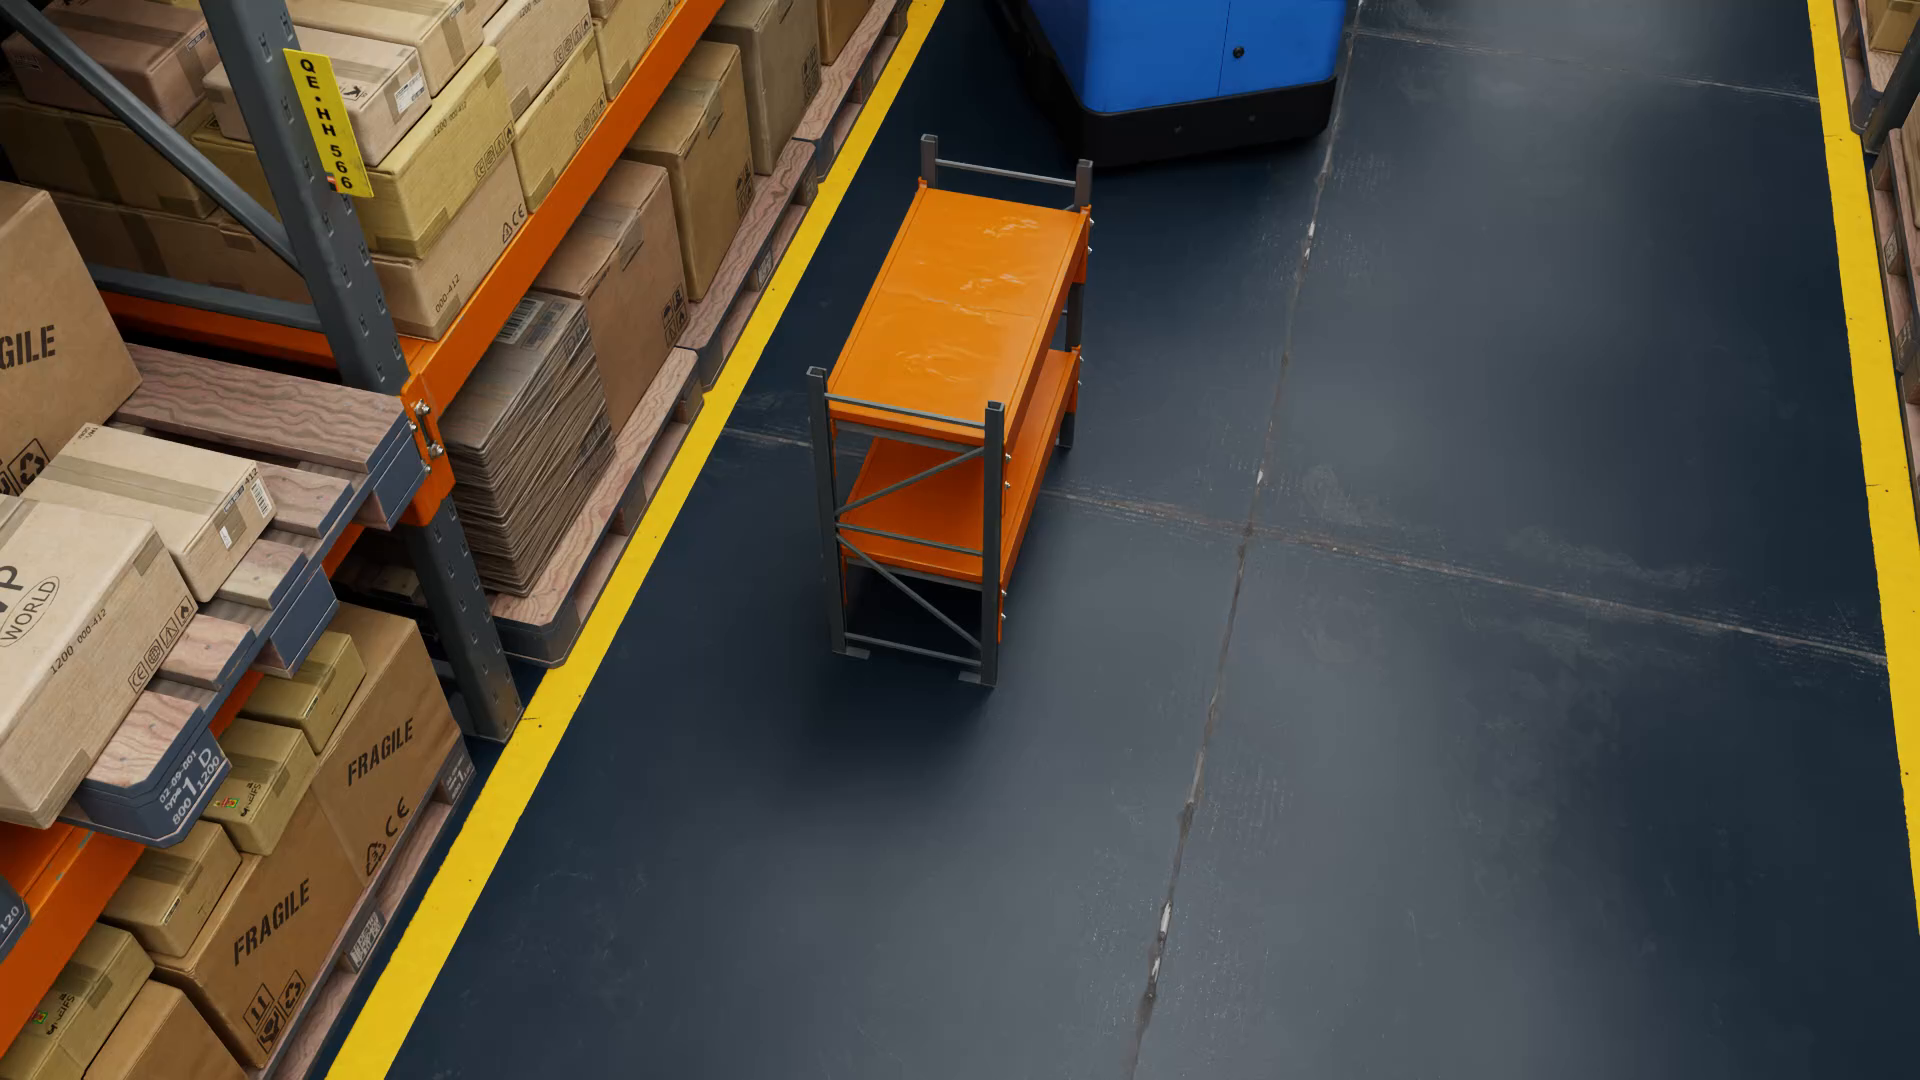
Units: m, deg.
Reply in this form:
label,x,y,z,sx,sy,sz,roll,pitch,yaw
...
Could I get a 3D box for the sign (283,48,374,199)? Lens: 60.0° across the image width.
label,x,y,z,sx,sy,sz,roll,pitch,yaw
sign,-1.231,-0.808,3.243,0.100,0.325,0.005,12,50,10

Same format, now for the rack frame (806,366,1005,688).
label,x,y,z,sx,sy,sz,roll,pitch,yaw
rack frame,-0.136,0.000,4.499,0.500,1.125,0.032,12,50,10

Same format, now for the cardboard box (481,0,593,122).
label,x,y,z,sx,sy,sz,roll,pitch,yaw
cardboard box,-1.272,-1.301,4.164,0.500,0.250,0.500,13,50,11

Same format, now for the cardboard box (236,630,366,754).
label,x,y,z,sx,sy,sz,roll,pitch,yaw
cardboard box,-1.643,0.330,3.913,0.380,0.149,0.250,9,49,8

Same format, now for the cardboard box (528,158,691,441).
label,x,y,z,sx,sy,sz,roll,pitch,yaw
cardboard box,-1.416,-0.827,5.283,0.875,0.625,0.625,13,50,11

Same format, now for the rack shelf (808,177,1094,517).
label,x,y,z,sx,sy,sz,roll,pitch,yaw
rack shelf,-0.002,-0.561,4.605,0.538,0.278,1.000,12,50,10

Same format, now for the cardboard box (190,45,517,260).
label,x,y,z,sx,sy,sz,roll,pitch,yaw
cardboard box,-1.381,-0.934,3.841,0.500,0.250,0.500,12,50,10

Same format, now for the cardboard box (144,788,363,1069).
label,x,y,z,sx,sy,sz,roll,pitch,yaw
cardboard box,-1.803,0.846,3.890,0.500,0.500,0.500,11,49,9

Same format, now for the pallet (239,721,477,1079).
label,x,y,z,sx,sy,sz,roll,pitch,yaw
pallet,-1.990,0.904,4.311,1.003,0.211,1.213,12,50,10

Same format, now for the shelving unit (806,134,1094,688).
label,x,y,z,sx,sy,sz,roll,pitch,yaw
shelving unit,-0.002,-0.367,4.824,0.538,1.125,1.048,12,50,10

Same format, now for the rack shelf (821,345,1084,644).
label,x,y,z,sx,sy,sz,roll,pitch,yaw
rack shelf,-0.002,-0.206,5.007,0.538,0.278,1.000,12,50,10

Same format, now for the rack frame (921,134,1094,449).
label,x,y,z,sx,sy,sz,roll,pitch,yaw
rack frame,0.132,-0.735,5.148,0.500,1.125,0.032,12,50,10

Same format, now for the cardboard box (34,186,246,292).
label,x,y,z,sx,sy,sz,roll,pitch,yaw
cardboard box,-1.886,-0.877,4.123,0.500,0.250,0.500,11,49,9

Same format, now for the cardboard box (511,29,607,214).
label,x,y,z,sx,sy,sz,roll,pitch,yaw
cardboard box,-1.268,-1.137,4.353,0.500,0.250,0.500,11,49,9

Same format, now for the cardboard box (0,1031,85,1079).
label,x,y,z,sx,sy,sz,roll,pitch,yaw
cardboard box,-1.975,1.078,3.253,0.380,0.149,0.250,11,49,9

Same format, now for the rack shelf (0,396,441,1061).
label,x,y,z,sx,sy,sz,roll,pitch,yaw
rack shelf,-2.284,1.134,2.728,1.077,0.370,4.000,12,50,10

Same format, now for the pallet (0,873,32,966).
label,x,y,z,sx,sy,sz,roll,pitch,yaw
pallet,-2.265,0.920,2.565,1.003,0.211,1.213,12,50,10

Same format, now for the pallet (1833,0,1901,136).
label,x,y,z,sx,sy,sz,roll,pitch,yaw
pallet,4.228,-2.037,6.907,1.003,0.211,1.213,12,50,10

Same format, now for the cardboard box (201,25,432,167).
label,x,y,z,sx,sy,sz,roll,pitch,yaw
cardboard box,-1.389,-0.971,3.607,0.380,0.149,0.250,13,50,11

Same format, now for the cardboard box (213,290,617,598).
label,x,y,z,sx,sy,sz,roll,pitch,yaw
cardboard box,-1.580,-0.352,4.864,0.875,0.625,0.625,13,50,11

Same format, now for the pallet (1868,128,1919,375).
label,x,y,z,sx,sy,sz,roll,pitch,yaw
pallet,3.881,-0.981,5.975,1.003,0.211,1.213,12,50,10

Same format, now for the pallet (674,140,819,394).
label,x,y,z,sx,sy,sz,roll,pitch,yaw
pallet,-1.180,-1.096,6.076,1.003,0.211,1.213,12,50,10

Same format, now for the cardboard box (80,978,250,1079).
label,x,y,z,sx,sy,sz,roll,pitch,yaw
cardboard box,-1.938,1.225,3.556,0.500,0.500,0.500,14,50,12

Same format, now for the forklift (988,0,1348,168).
label,x,y,z,sx,sy,sz,roll,pitch,yaw
forklift,0.606,-3.538,6.418,1.130,2.935,3.031,-11,49,-9

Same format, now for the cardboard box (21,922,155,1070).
label,x,y,z,sx,sy,sz,roll,pitch,yaw
cardboard box,-1.910,0.897,3.412,0.380,0.149,0.250,13,50,11

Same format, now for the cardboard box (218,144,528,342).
label,x,y,z,sx,sy,sz,roll,pitch,yaw
cardboard box,-1.405,-0.774,4.032,0.500,0.250,0.500,12,50,10

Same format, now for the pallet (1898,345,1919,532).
label,x,y,z,sx,sy,sz,roll,pitch,yaw
pallet,3.562,-0.096,5.194,1.003,0.211,1.213,12,50,10

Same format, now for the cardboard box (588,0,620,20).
label,x,y,z,sx,sy,sz,roll,pitch,yaw
cardboard box,-1.117,-1.676,4.495,0.500,0.250,0.500,10,49,9

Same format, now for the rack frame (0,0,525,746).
label,x,y,z,sx,sy,sz,roll,pitch,yaw
rack frame,-1.757,-0.551,3.736,1.000,3.000,0.127,12,50,10

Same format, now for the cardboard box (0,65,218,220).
label,x,y,z,sx,sy,sz,roll,pitch,yaw
cardboard box,-1.907,-1.046,3.939,0.500,0.250,0.500,13,50,11

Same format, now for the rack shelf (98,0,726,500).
label,x,y,z,sx,sy,sz,roll,pitch,yaw
rack shelf,-1.231,-1.759,5.282,1.077,0.370,4.000,12,50,10

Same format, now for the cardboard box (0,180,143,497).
label,x,y,z,sx,sy,sz,roll,pitch,yaw
cardboard box,-2.044,-0.381,3.239,0.500,0.500,0.500,14,50,12

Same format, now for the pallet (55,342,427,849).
label,x,y,z,sx,sy,sz,roll,pitch,yaw
pallet,-1.868,0.017,3.363,1.213,0.211,1.003,12,50,10

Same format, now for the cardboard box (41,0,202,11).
label,x,y,z,sx,sy,sz,roll,pitch,yaw
cardboard box,-1.906,-1.285,3.884,0.380,0.149,0.250,13,50,11

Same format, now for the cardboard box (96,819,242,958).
label,x,y,z,sx,sy,sz,roll,pitch,yaw
cardboard box,-1.797,0.715,3.573,0.380,0.149,0.250,10,49,9

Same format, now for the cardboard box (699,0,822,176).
label,x,y,z,sx,sy,sz,roll,pitch,yaw
cardboard box,-1.043,-1.858,6.193,0.875,0.625,0.625,11,50,10

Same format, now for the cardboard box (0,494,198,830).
label,x,y,z,sx,sy,sz,roll,pitch,yaw
cardboard box,-1.723,0.187,2.904,0.500,0.250,0.500,9,49,8

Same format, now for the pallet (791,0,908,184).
label,x,y,z,sx,sy,sz,roll,pitch,yaw
pallet,-0.861,-1.981,6.857,1.003,0.211,1.213,12,50,10

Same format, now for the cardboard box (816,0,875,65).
label,x,y,z,sx,sy,sz,roll,pitch,yaw
cardboard box,-0.831,-2.418,6.687,0.875,0.625,0.625,14,50,12

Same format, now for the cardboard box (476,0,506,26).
label,x,y,z,sx,sy,sz,roll,pitch,yaw
cardboard box,-1.278,-1.355,3.946,0.380,0.149,0.250,13,50,11

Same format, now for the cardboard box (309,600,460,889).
label,x,y,z,sx,sy,sz,roll,pitch,yaw
cardboard box,-1.661,0.486,4.208,0.500,0.500,0.500,13,50,11

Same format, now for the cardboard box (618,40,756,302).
label,x,y,z,sx,sy,sz,roll,pitch,yaw
cardboard box,-1.239,-1.314,5.713,0.875,0.625,0.625,10,49,8

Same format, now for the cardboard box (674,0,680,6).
label,x,y,z,sx,sy,sz,roll,pitch,yaw
cardboard box,-1.001,-1.886,5.014,0.500,0.250,0.500,13,50,11

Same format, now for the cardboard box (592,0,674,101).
label,x,y,z,sx,sy,sz,roll,pitch,yaw
cardboard box,-1.139,-1.511,4.683,0.500,0.250,0.500,10,49,9

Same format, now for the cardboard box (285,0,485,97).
label,x,y,z,sx,sy,sz,roll,pitch,yaw
cardboard box,-1.320,-1.164,3.778,0.380,0.149,0.250,13,50,11

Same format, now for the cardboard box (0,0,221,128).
label,x,y,z,sx,sy,sz,roll,pitch,yaw
cardboard box,-1.867,-1.074,3.698,0.380,0.149,0.250,13,50,11

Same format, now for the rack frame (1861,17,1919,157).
label,x,y,z,sx,sy,sz,roll,pitch,yaw
rack frame,4.085,-2.467,5.427,1.000,3.000,0.127,12,50,10

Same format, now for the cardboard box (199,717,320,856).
label,x,y,z,sx,sy,sz,roll,pitch,yaw
cardboard box,-1.685,0.533,3.733,0.380,0.149,0.250,9,49,8

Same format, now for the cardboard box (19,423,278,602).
label,x,y,z,sx,sy,sz,roll,pitch,yaw
cardboard box,-1.560,-0.056,3.186,0.380,0.149,0.250,12,50,11

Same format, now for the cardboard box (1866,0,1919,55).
label,x,y,z,sx,sy,sz,roll,pitch,yaw
cardboard box,3.981,-2.177,6.725,0.500,0.250,0.500,14,50,12

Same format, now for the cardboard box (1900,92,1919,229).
label,x,y,z,sx,sy,sz,roll,pitch,yaw
cardboard box,3.949,-1.357,5.919,0.950,0.372,0.625,12,50,11

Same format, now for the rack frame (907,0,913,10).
label,x,y,z,sx,sy,sz,roll,pitch,yaw
rack frame,-0.705,-3.444,6.289,1.000,3.000,0.127,12,50,10

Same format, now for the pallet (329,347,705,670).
label,x,y,z,sx,sy,sz,roll,pitch,yaw
pallet,-1.503,-0.216,5.300,1.003,0.211,1.213,12,50,10
